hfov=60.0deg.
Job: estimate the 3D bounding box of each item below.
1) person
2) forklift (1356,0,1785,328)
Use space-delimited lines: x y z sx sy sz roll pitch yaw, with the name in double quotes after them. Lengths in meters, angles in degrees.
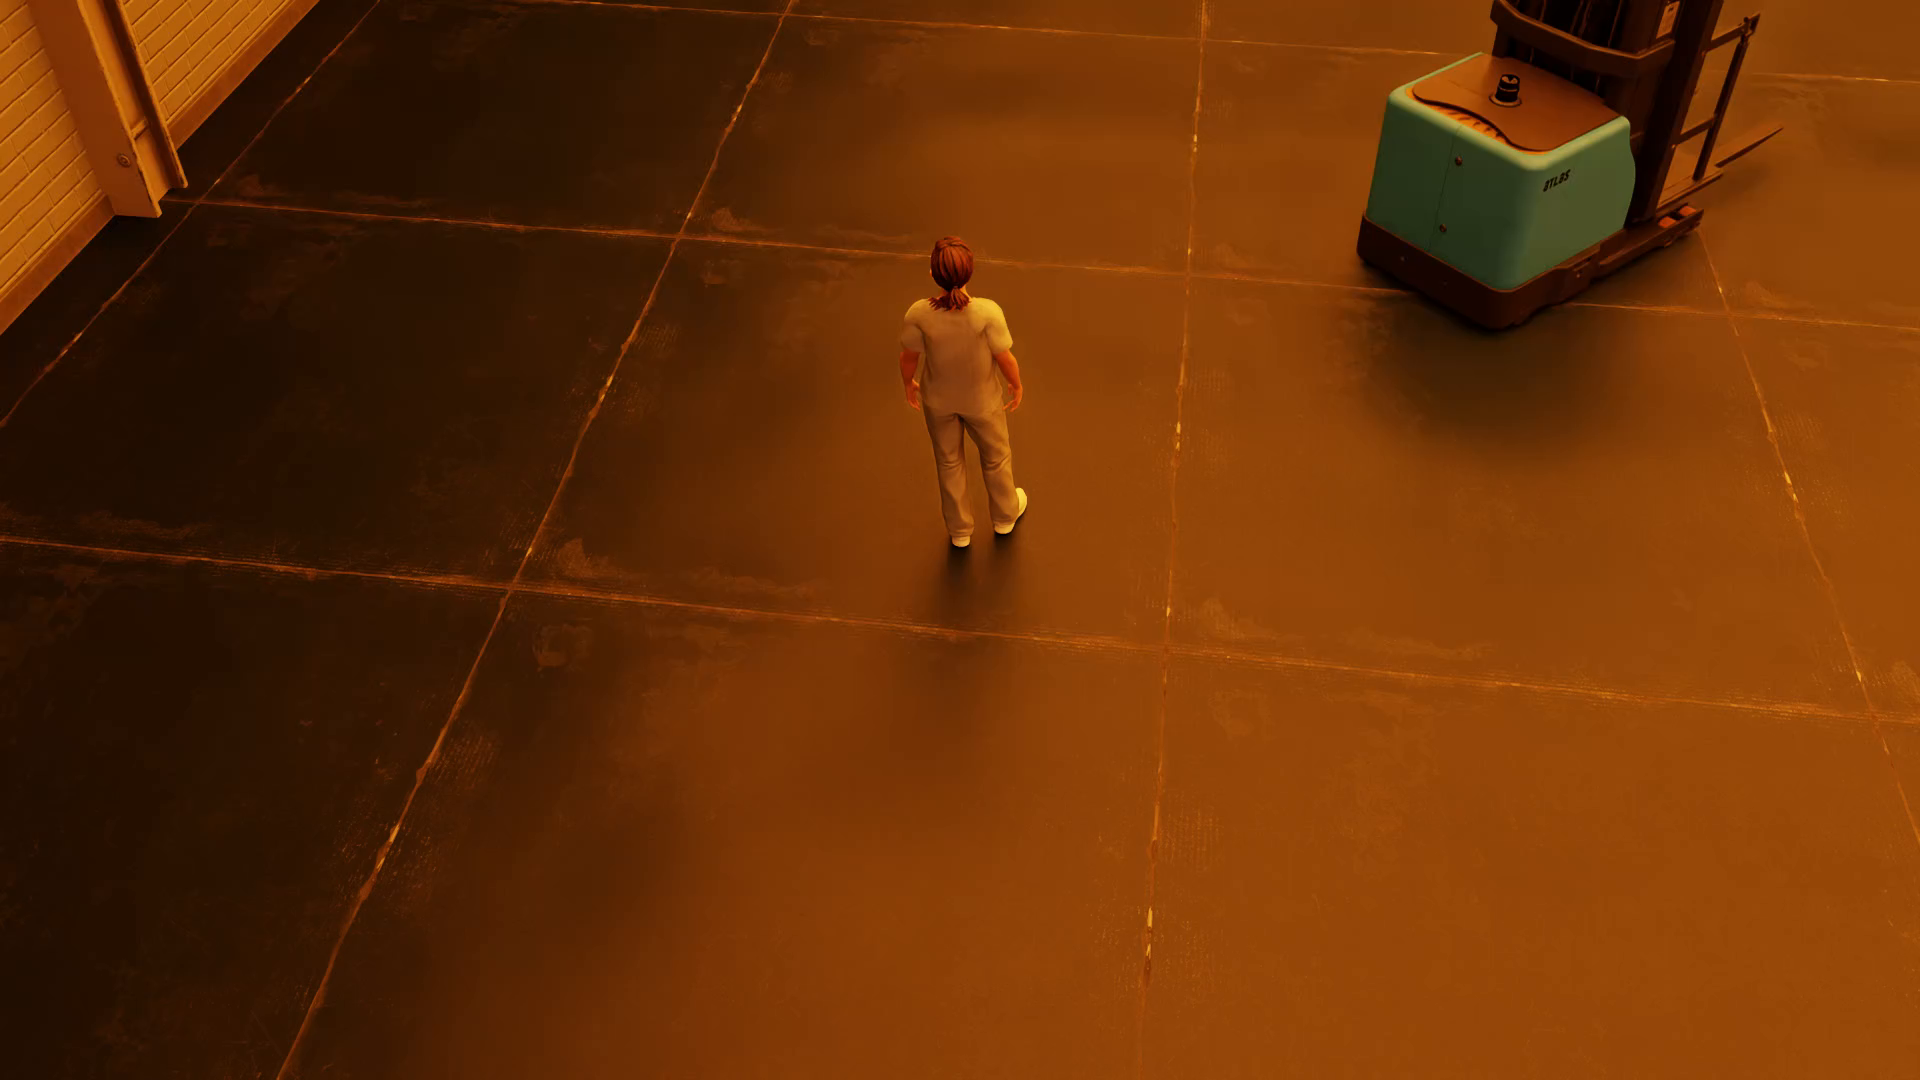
0.023 -0.670 7.371 0.549 1.675 0.549 5 43 6 "person"
3.760 -3.058 9.054 3.031 2.935 1.130 -28 49 -27 "forklift"
